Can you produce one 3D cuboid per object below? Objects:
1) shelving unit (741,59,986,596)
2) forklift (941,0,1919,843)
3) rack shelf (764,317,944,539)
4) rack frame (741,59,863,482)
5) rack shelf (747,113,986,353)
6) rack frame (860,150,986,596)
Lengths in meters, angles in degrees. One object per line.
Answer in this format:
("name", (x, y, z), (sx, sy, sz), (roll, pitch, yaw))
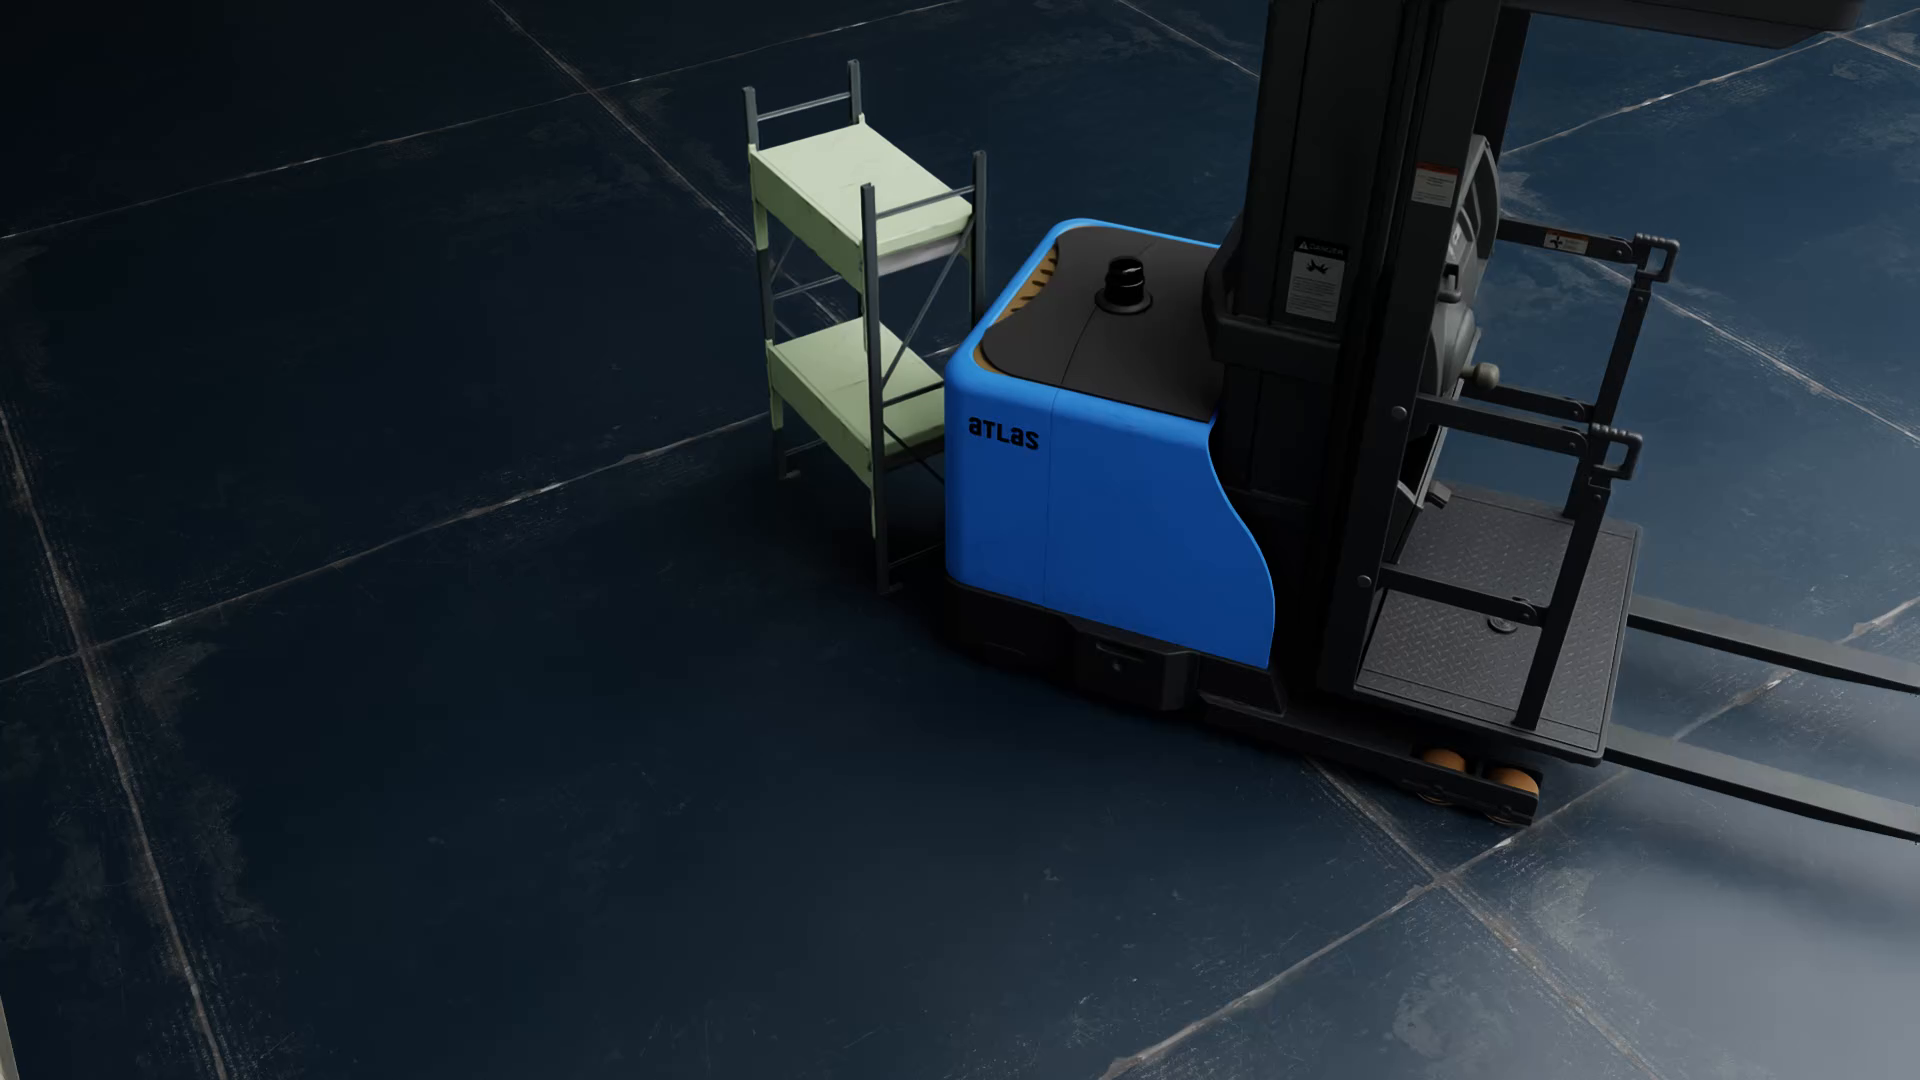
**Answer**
("shelving unit", (-0.295, -0.661, 5.371), (0.431, 1.500, 0.755), (-22, 45, -24))
("forklift", (1.505, -0.698, 4.298), (3.031, 2.935, 1.130), (15, 42, 18))
("rack shelf", (-0.295, -0.410, 5.580), (0.431, 0.370, 0.720), (-22, 45, -24))
("rack frame", (-0.490, -0.859, 5.609), (0.400, 1.500, 0.023), (-22, 45, -24))
("rack shelf", (-0.295, -0.961, 5.122), (0.431, 0.370, 0.720), (-22, 45, -24))
("rack frame", (-0.100, -0.462, 5.133), (0.400, 1.500, 0.023), (-22, 45, -24))
